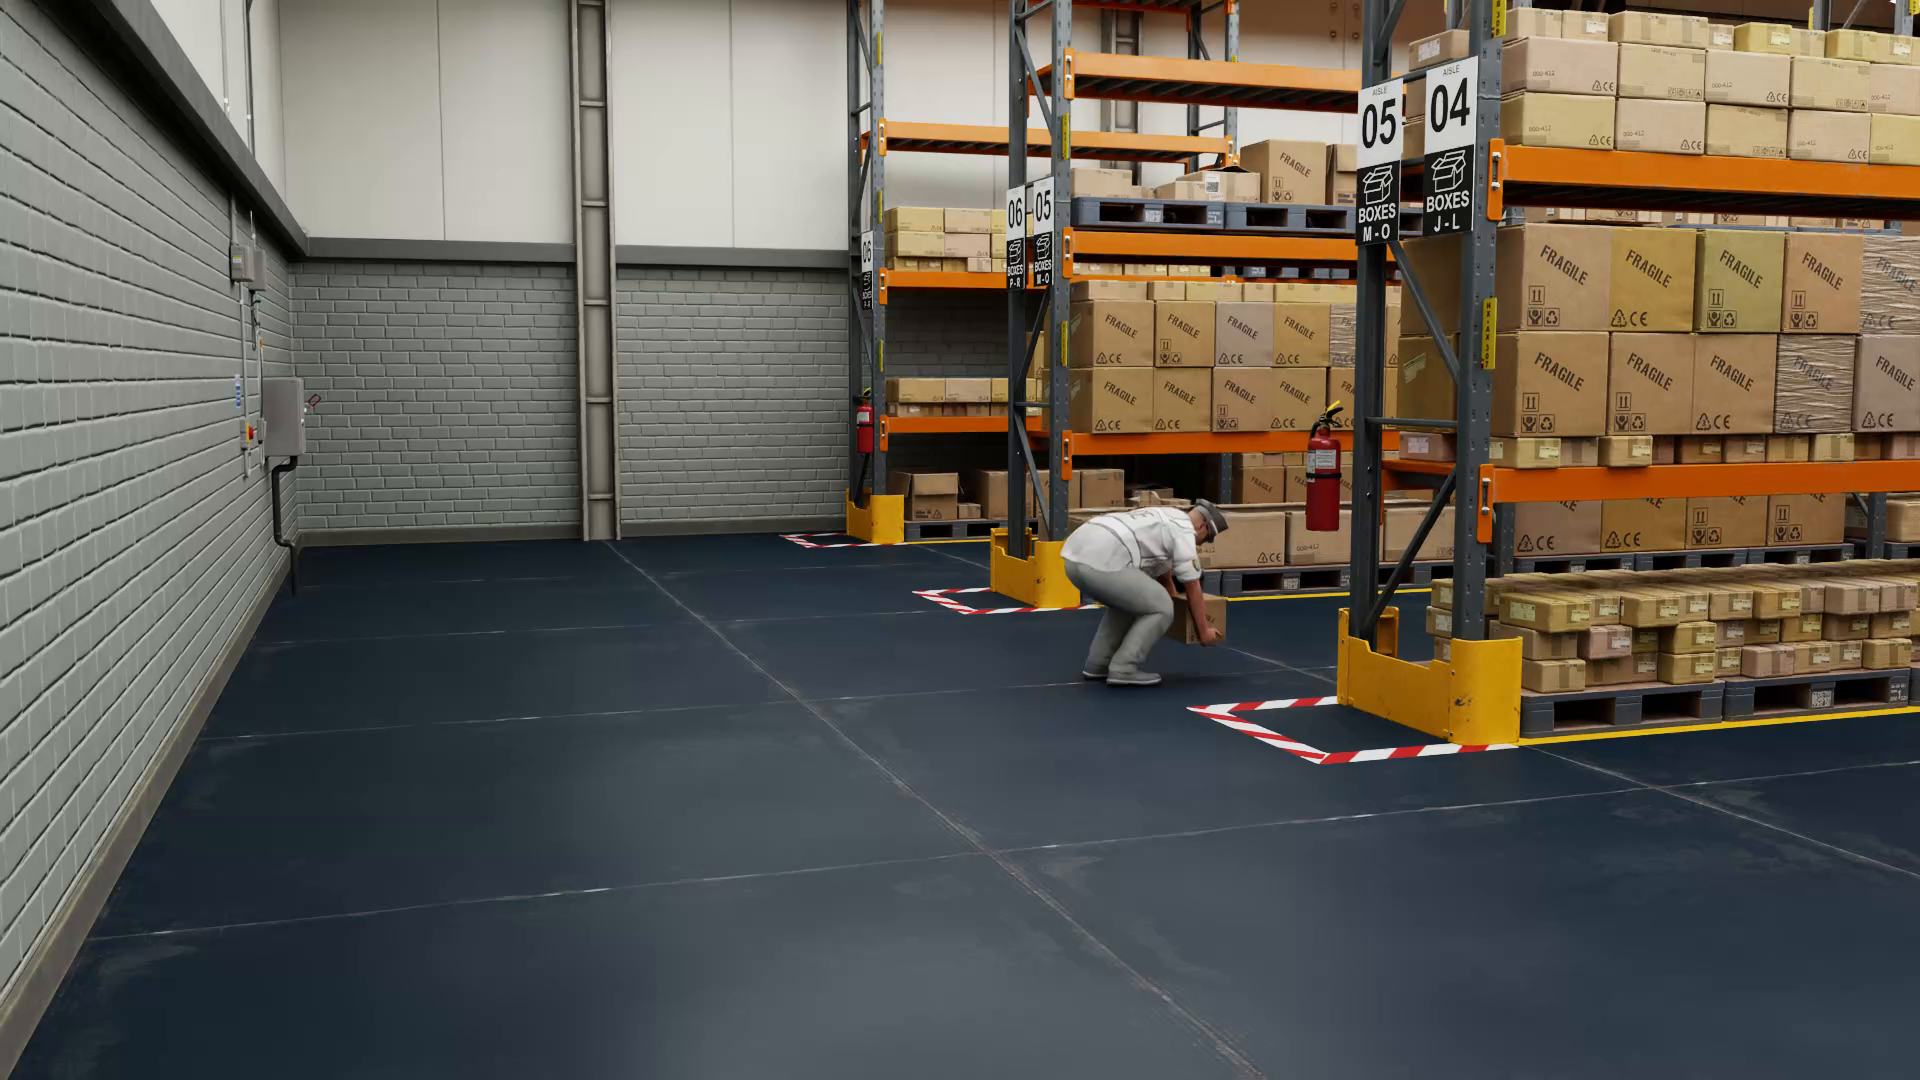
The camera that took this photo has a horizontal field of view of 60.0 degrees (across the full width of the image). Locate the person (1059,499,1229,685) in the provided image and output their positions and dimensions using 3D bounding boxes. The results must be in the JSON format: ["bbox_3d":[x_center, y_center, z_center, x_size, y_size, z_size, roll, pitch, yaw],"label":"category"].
[{"bbox_3d":[1.071,0.290,9.517,1.027,1.035,0.535,-2,6,-21],"label":"person"}]
